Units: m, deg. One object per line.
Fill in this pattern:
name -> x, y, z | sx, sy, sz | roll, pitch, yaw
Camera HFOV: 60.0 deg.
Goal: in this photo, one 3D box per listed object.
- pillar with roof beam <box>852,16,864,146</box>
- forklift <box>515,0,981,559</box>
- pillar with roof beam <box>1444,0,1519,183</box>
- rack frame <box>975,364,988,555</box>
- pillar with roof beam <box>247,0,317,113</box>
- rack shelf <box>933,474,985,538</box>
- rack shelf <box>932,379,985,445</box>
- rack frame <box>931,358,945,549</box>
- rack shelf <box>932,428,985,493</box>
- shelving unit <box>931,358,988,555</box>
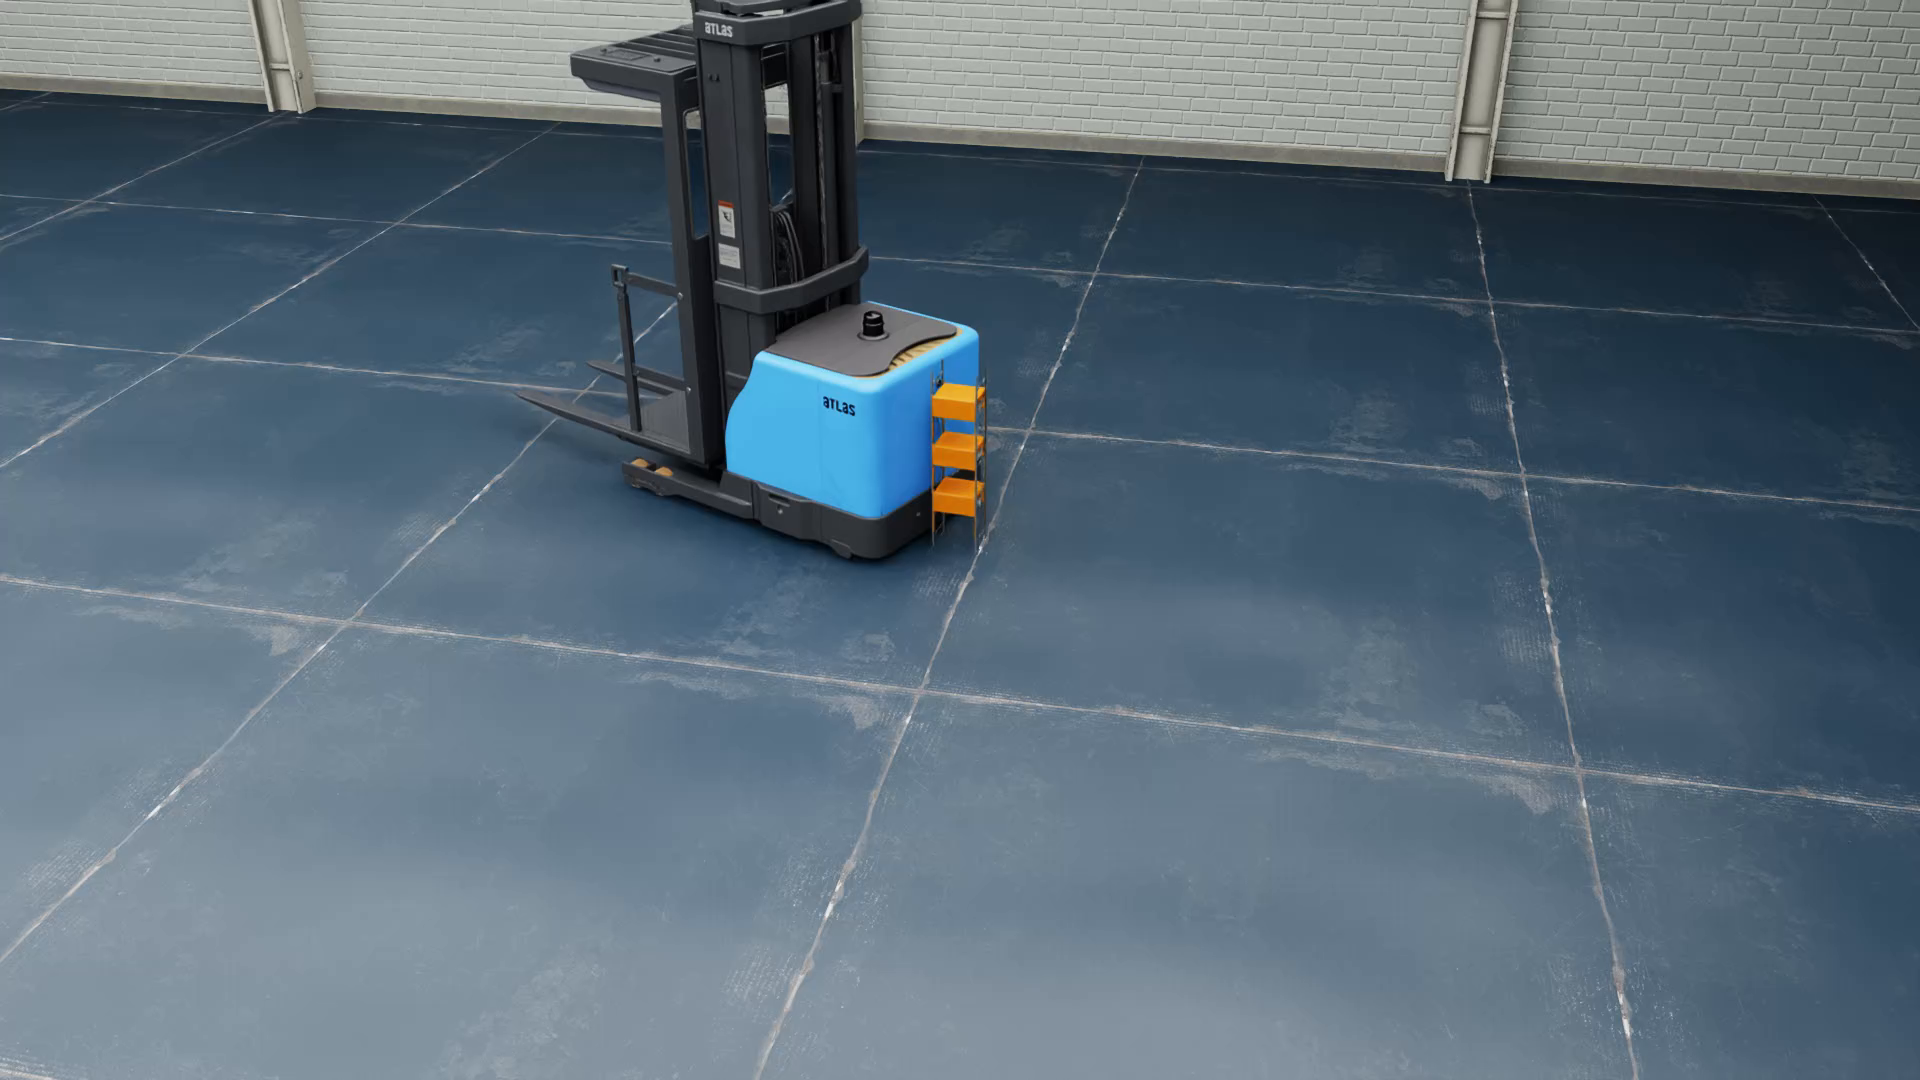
pillar with roof beam -> -2.076, -5.883, 10.625 | 0.400, 9.000, 9.100 | 6, 29, 11
forklift -> -1.377, -1.727, 9.353 | 3.031, 2.935, 1.130 | 19, 34, 30
pillar with roof beam -> 3.792, -5.282, 9.526 | 0.400, 9.000, 9.100 | 6, 29, 11
rack frame -> 0.113, -0.423, 8.930 | 0.008, 1.050, 0.200 | 9, 30, 15
pillar with roof beam -> -7.944, -6.485, 11.724 | 0.400, 9.000, 9.100 | 6, 29, 11
rack shelf -> -0.003, -0.188, 9.100 | 0.240, 0.259, 0.215 | 9, 30, 15
rack shelf -> -0.003, -0.680, 8.831 | 0.240, 0.259, 0.215 | 9, 30, 15
rack frame -> -0.119, -0.458, 8.994 | 0.008, 1.050, 0.200 | 9, 30, 15
rack shelf -> -0.003, -0.432, 8.967 | 0.240, 0.259, 0.215 | 9, 30, 15
shelving unit -> -0.003, -0.441, 8.962 | 0.252, 1.050, 0.215 | 9, 30, 15
